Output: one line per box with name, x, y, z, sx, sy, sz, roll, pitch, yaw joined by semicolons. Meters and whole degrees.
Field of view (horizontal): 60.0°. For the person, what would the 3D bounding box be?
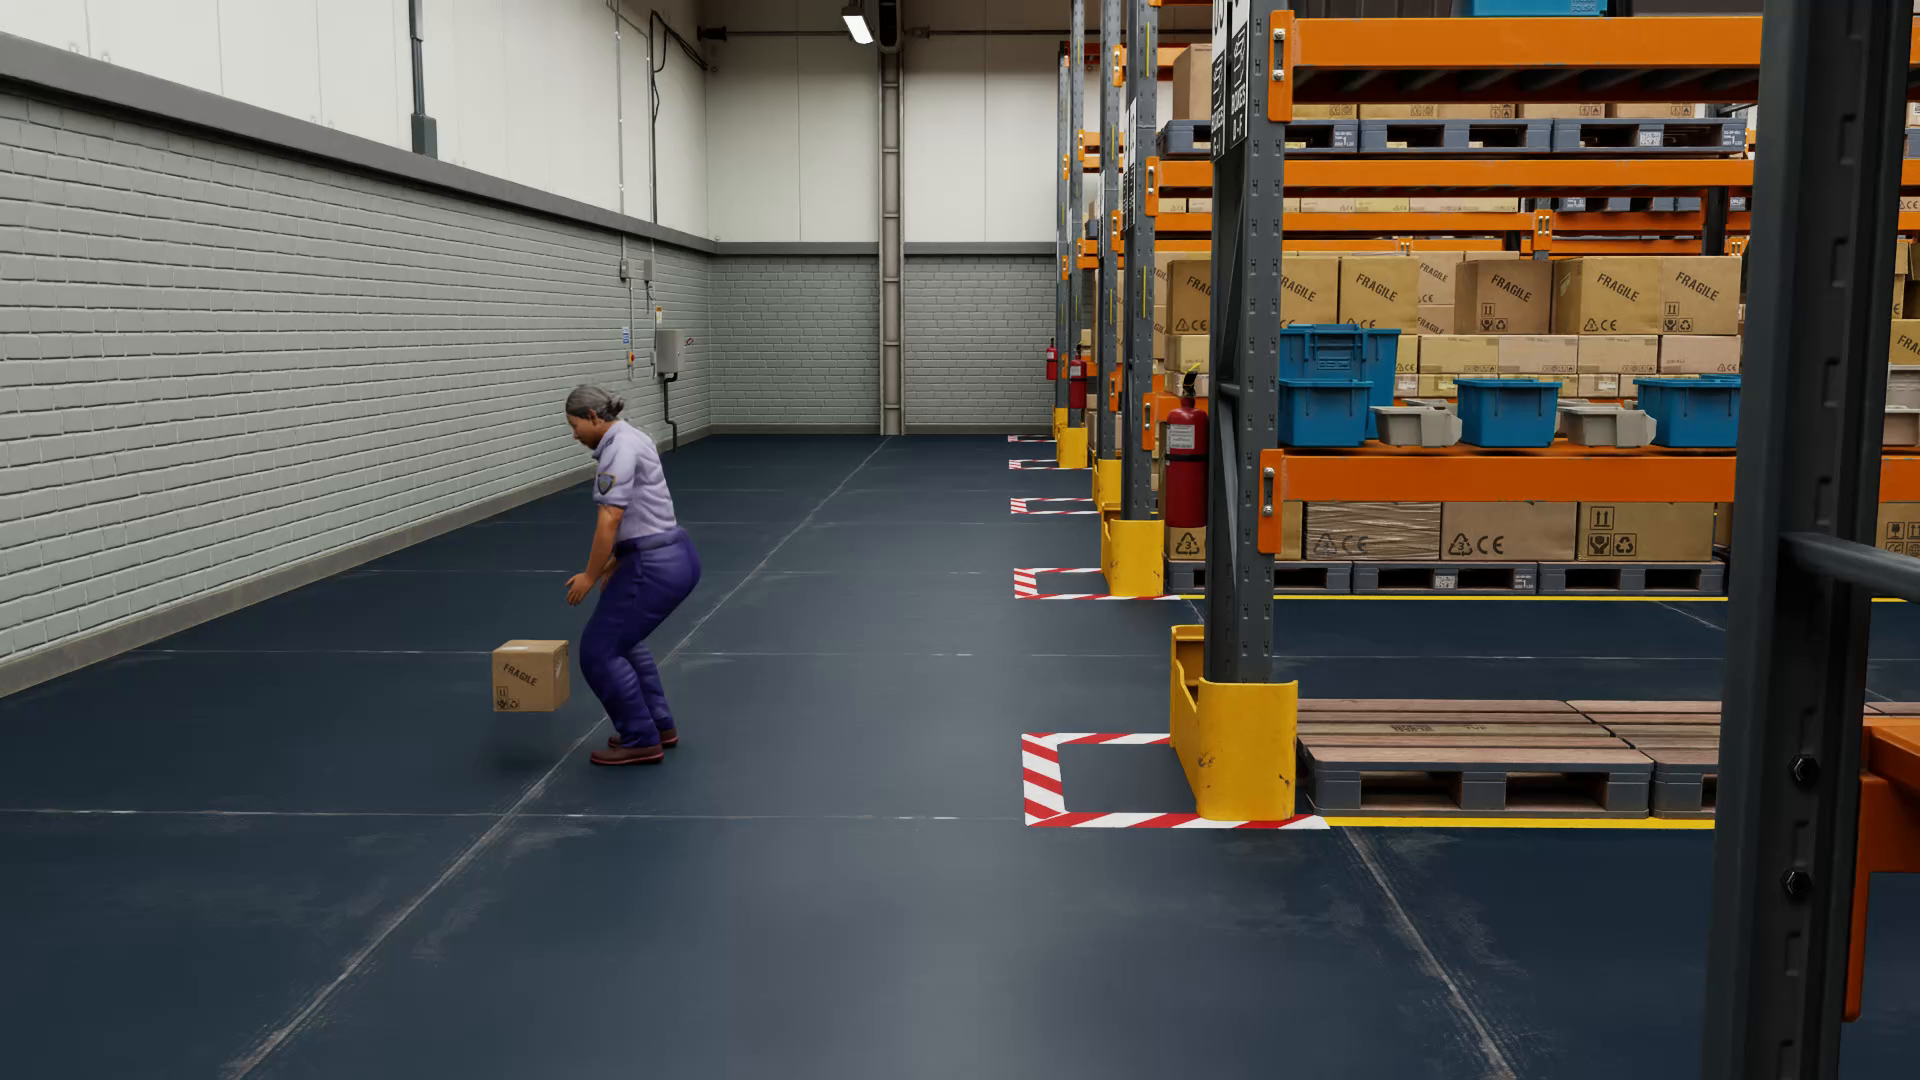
person;-1.331;0.140;6.765;0.507;1.529;0.519;0;7;3
